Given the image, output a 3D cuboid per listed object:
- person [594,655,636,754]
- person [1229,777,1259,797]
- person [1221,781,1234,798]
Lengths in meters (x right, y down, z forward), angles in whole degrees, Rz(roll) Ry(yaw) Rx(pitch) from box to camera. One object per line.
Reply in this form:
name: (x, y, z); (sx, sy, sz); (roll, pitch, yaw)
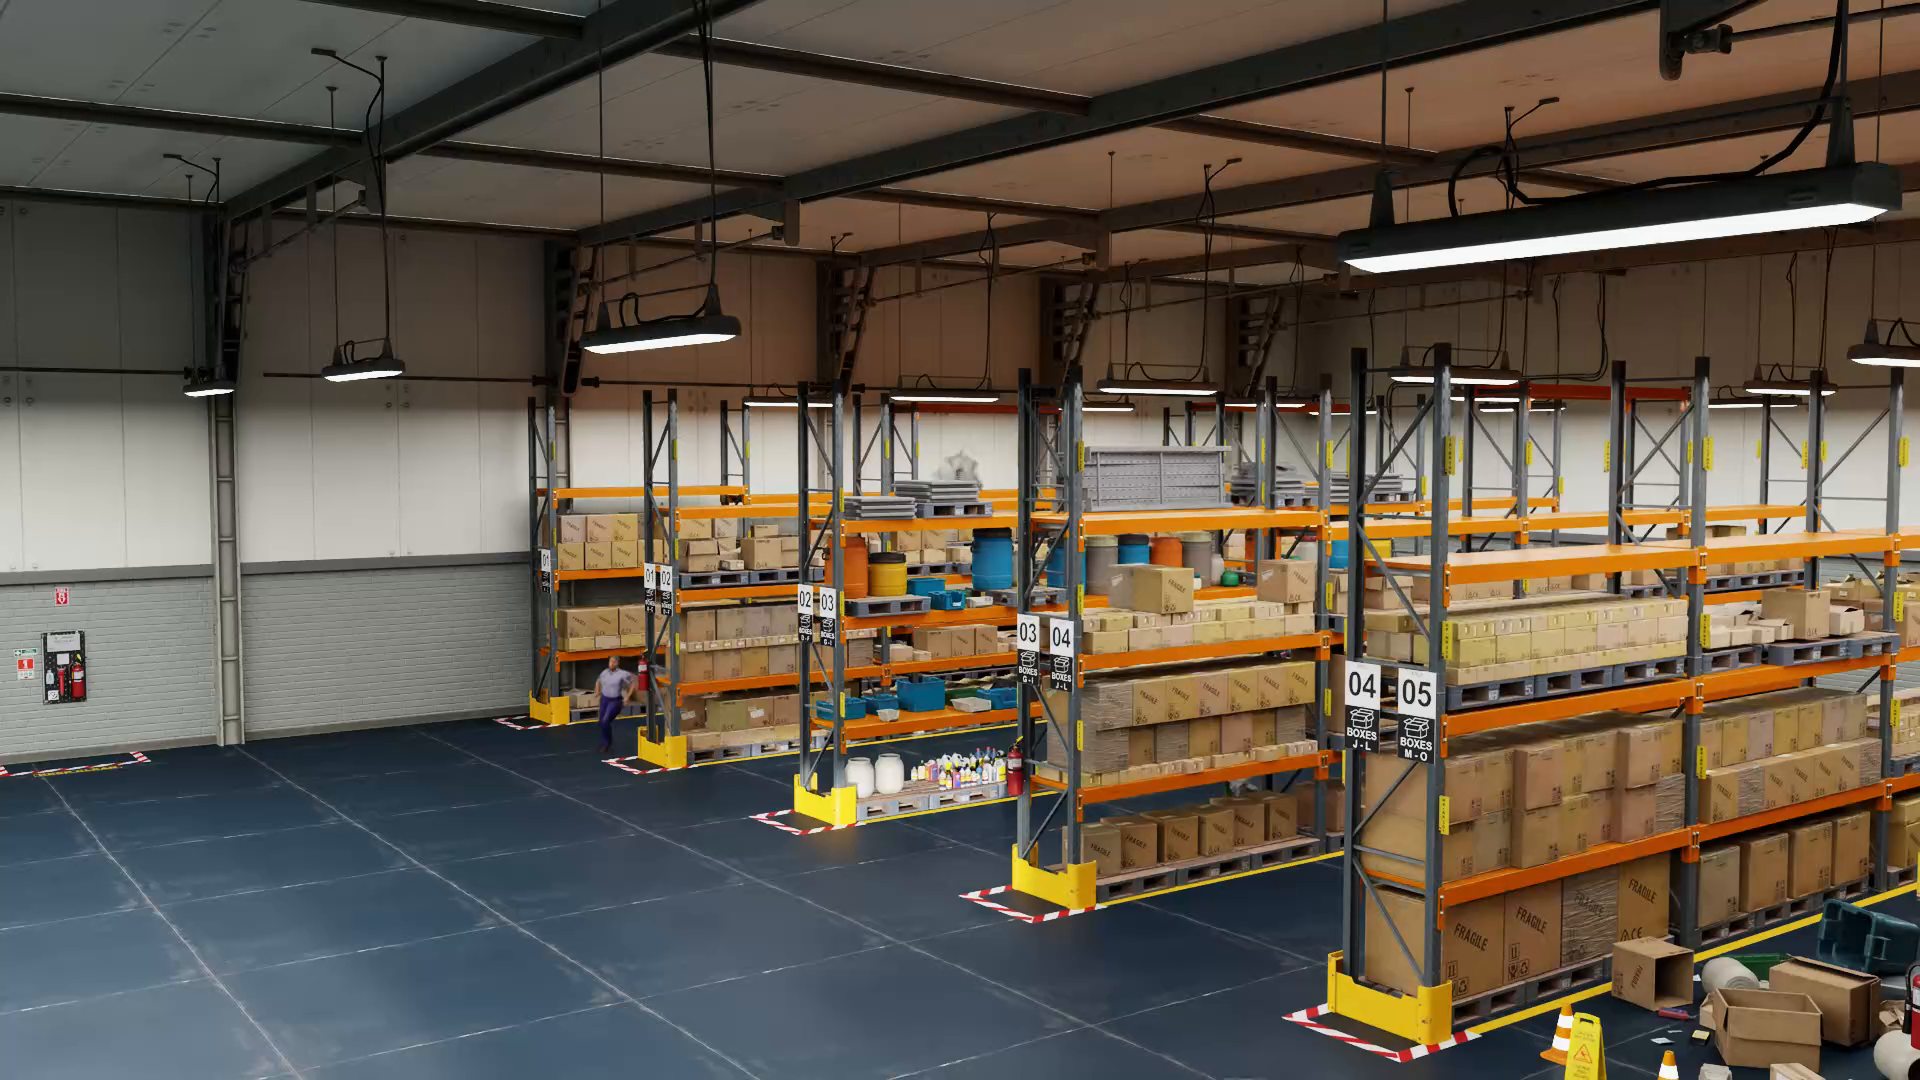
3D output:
person: (-5.789, 2.747, 27.663); (0.691, 1.647, 0.665); (1, 4, 24)
person: (3.873, 2.959, 22.540); (0.702, 1.755, 0.804); (3, 5, 43)
person: (3.924, 2.876, 23.990); (0.678, 1.756, 0.584); (3, 5, 43)
